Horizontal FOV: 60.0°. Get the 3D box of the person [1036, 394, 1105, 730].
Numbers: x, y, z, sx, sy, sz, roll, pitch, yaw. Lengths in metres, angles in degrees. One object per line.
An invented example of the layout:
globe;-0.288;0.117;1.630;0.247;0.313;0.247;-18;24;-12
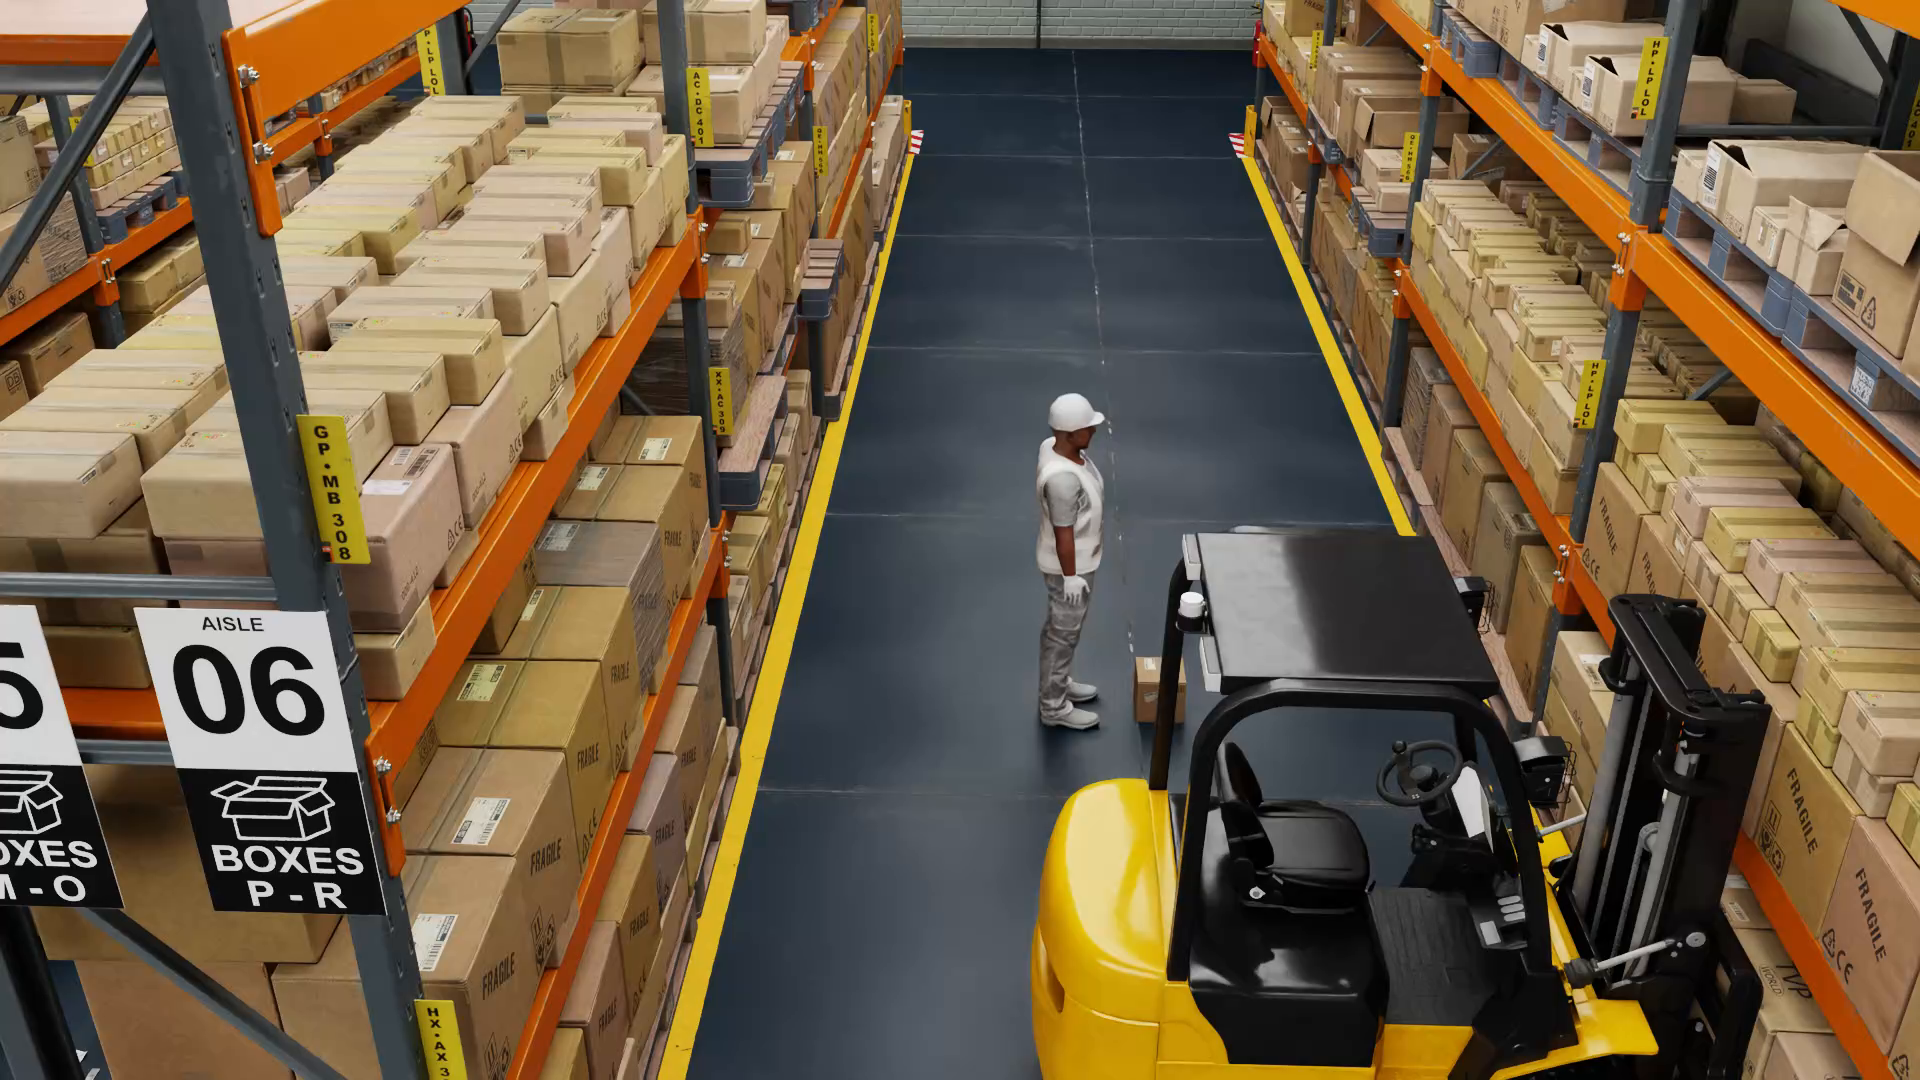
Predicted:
person;0.556;0.096;8.412;0.363;1.785;0.546;2;28;3
